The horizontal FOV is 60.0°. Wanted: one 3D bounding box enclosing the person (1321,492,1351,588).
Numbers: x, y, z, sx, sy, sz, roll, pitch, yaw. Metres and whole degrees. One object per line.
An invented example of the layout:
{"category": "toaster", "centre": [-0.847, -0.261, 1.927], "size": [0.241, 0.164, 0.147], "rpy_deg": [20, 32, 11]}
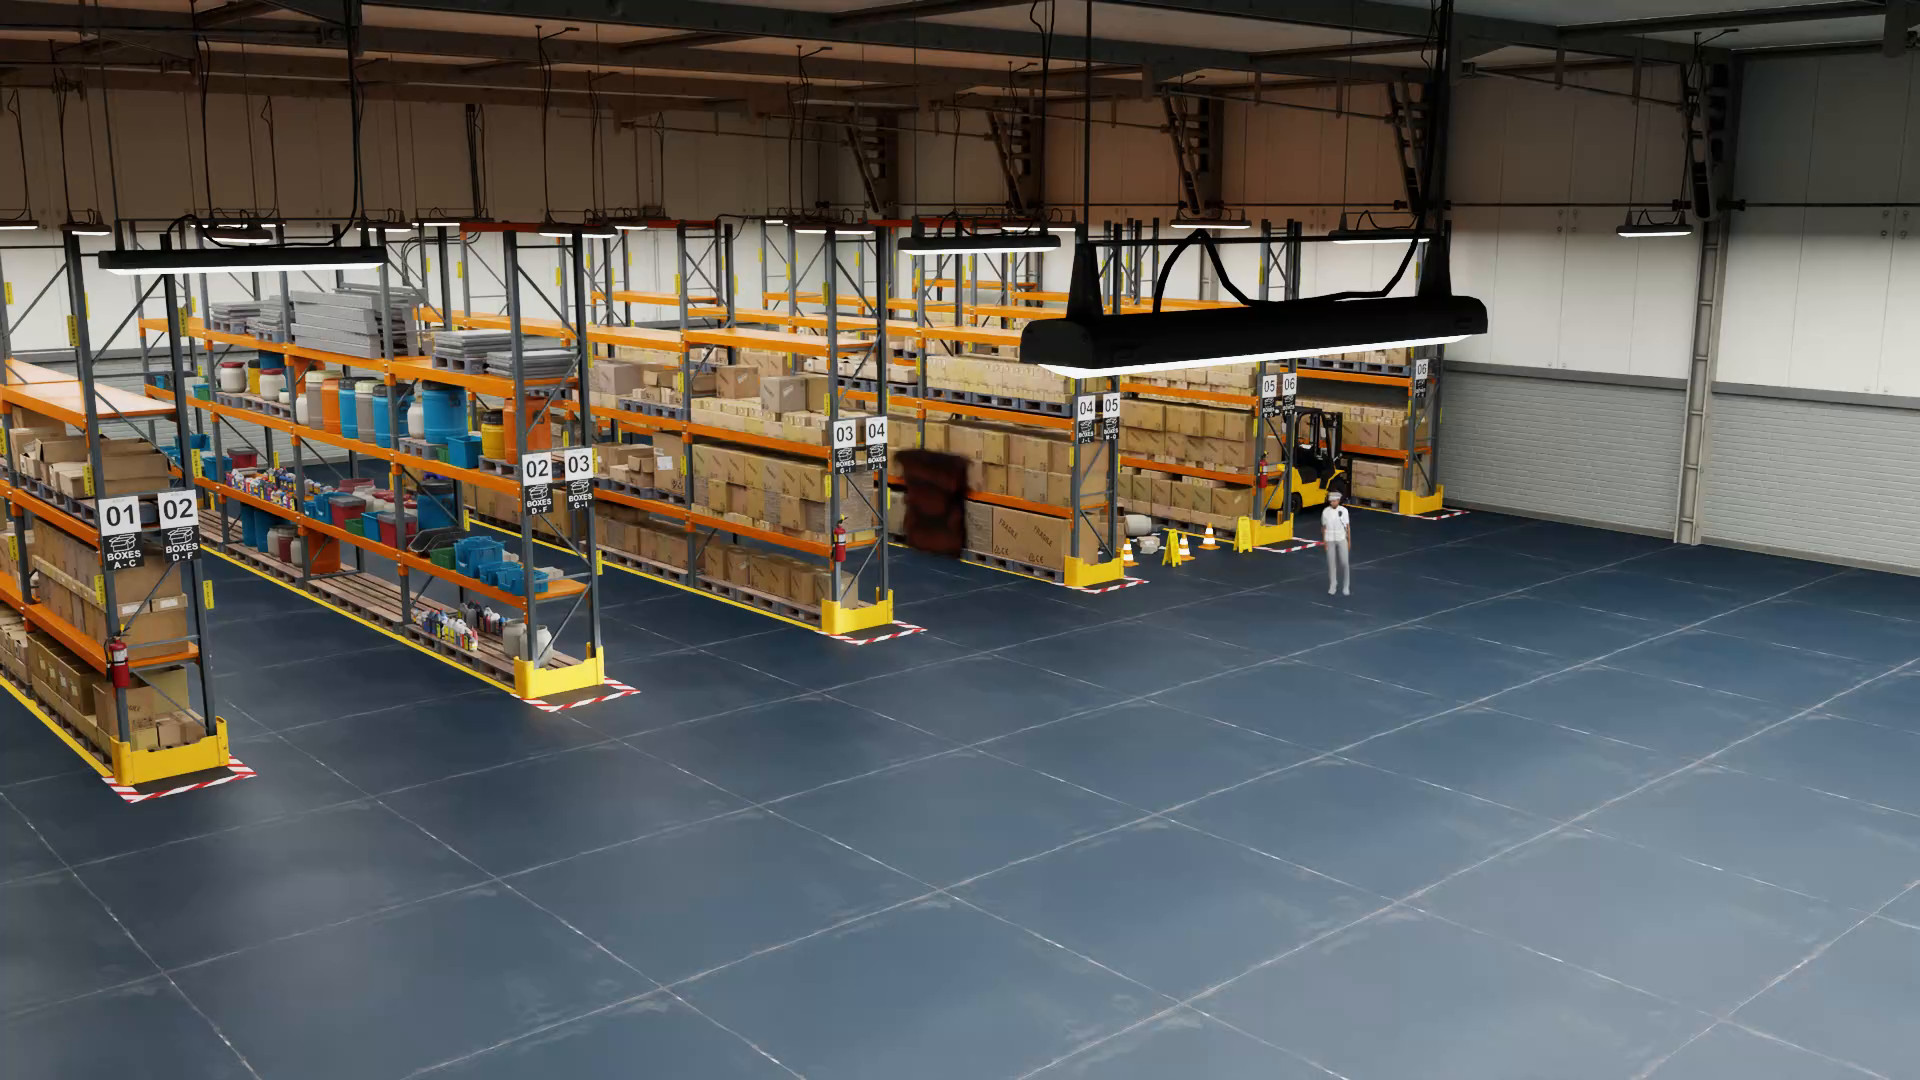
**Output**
{"category": "person", "centre": [6.201, -0.003, 27.432], "size": [0.496, 1.616, 0.312], "rpy_deg": [4, 12, 17]}

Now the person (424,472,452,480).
{"category": "person", "centre": [-9.849, -0.710, 31.598], "size": [0.572, 1.418, 1.028], "rpy_deg": [-10, 15, -40]}
